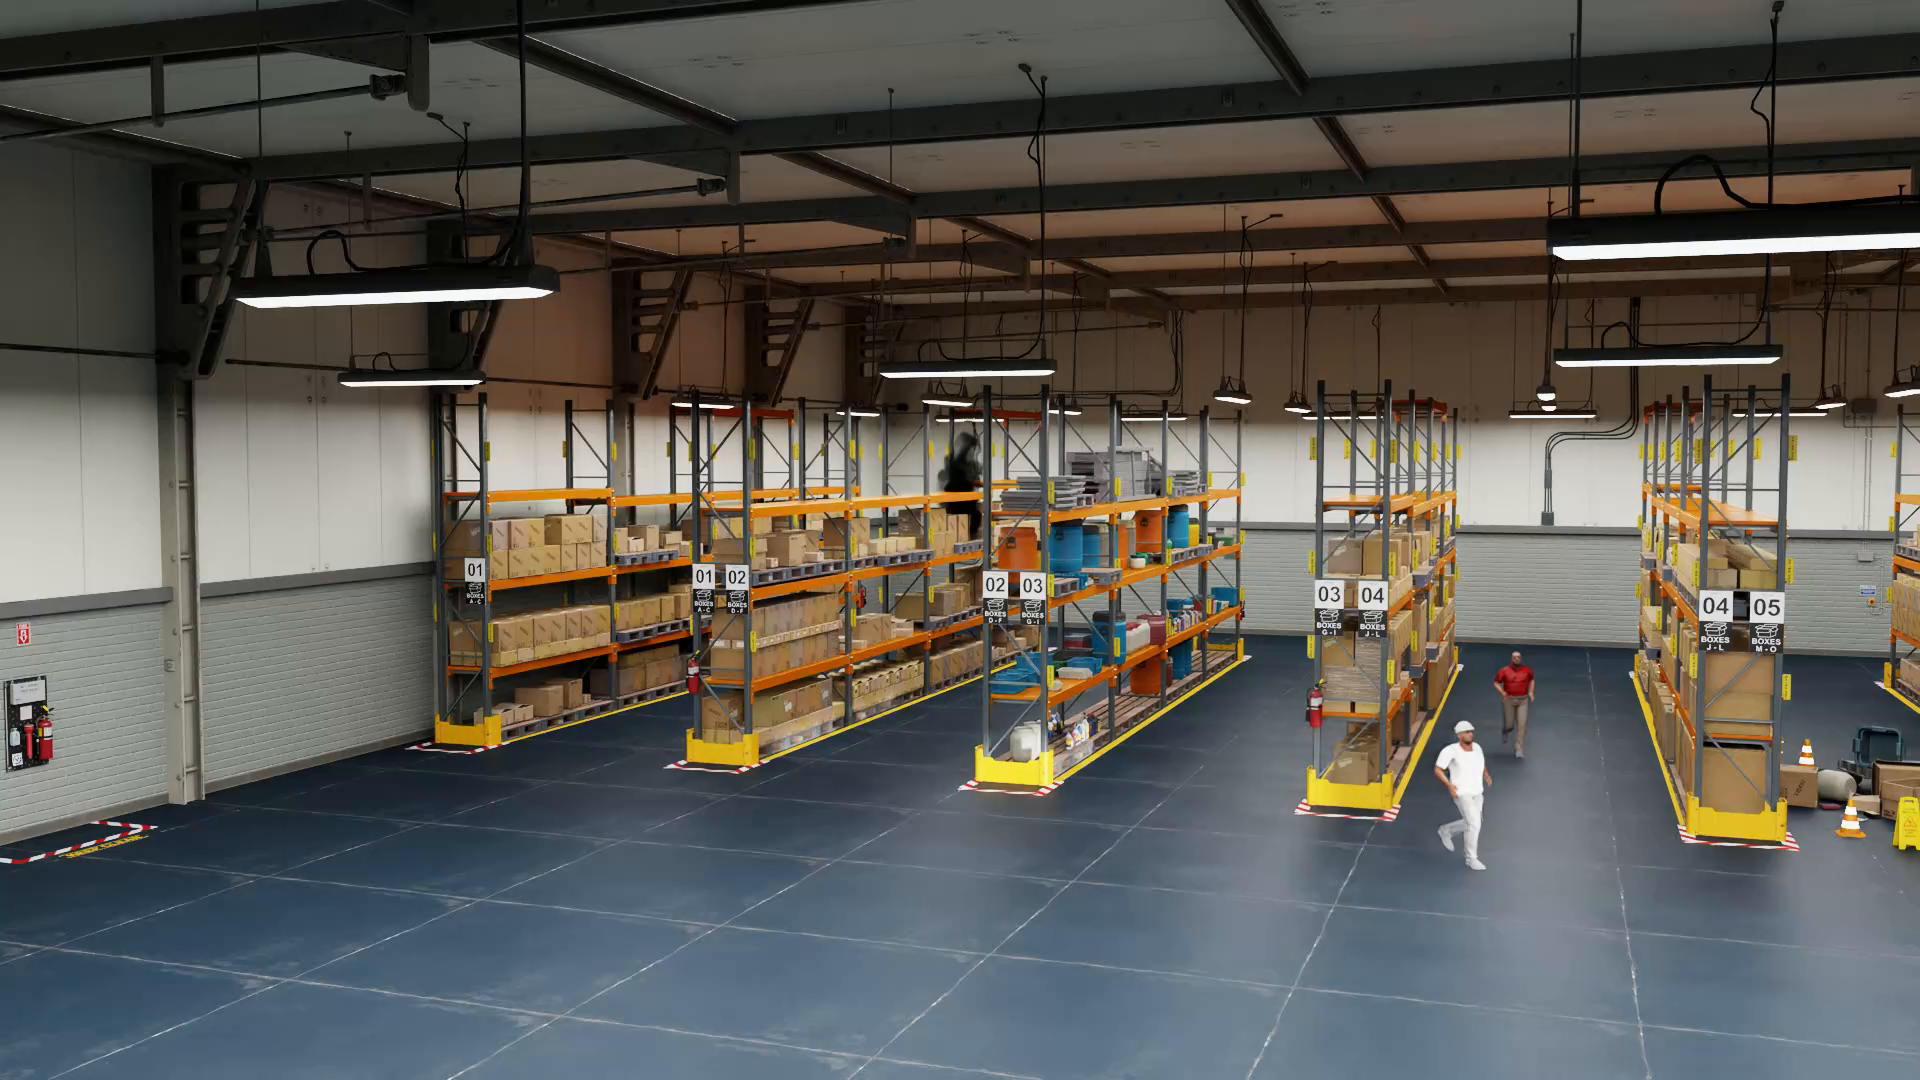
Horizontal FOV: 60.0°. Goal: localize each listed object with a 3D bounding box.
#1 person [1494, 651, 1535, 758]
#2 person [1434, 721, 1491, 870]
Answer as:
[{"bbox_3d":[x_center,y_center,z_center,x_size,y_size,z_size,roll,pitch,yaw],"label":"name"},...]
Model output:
[{"bbox_3d":[9.186,2.695,27.515,0.675,1.716,0.851,0,3,7],"label":"person"},{"bbox_3d":[6.122,3.064,20.164,0.691,1.756,0.729,-2,3,-28],"label":"person"}]
